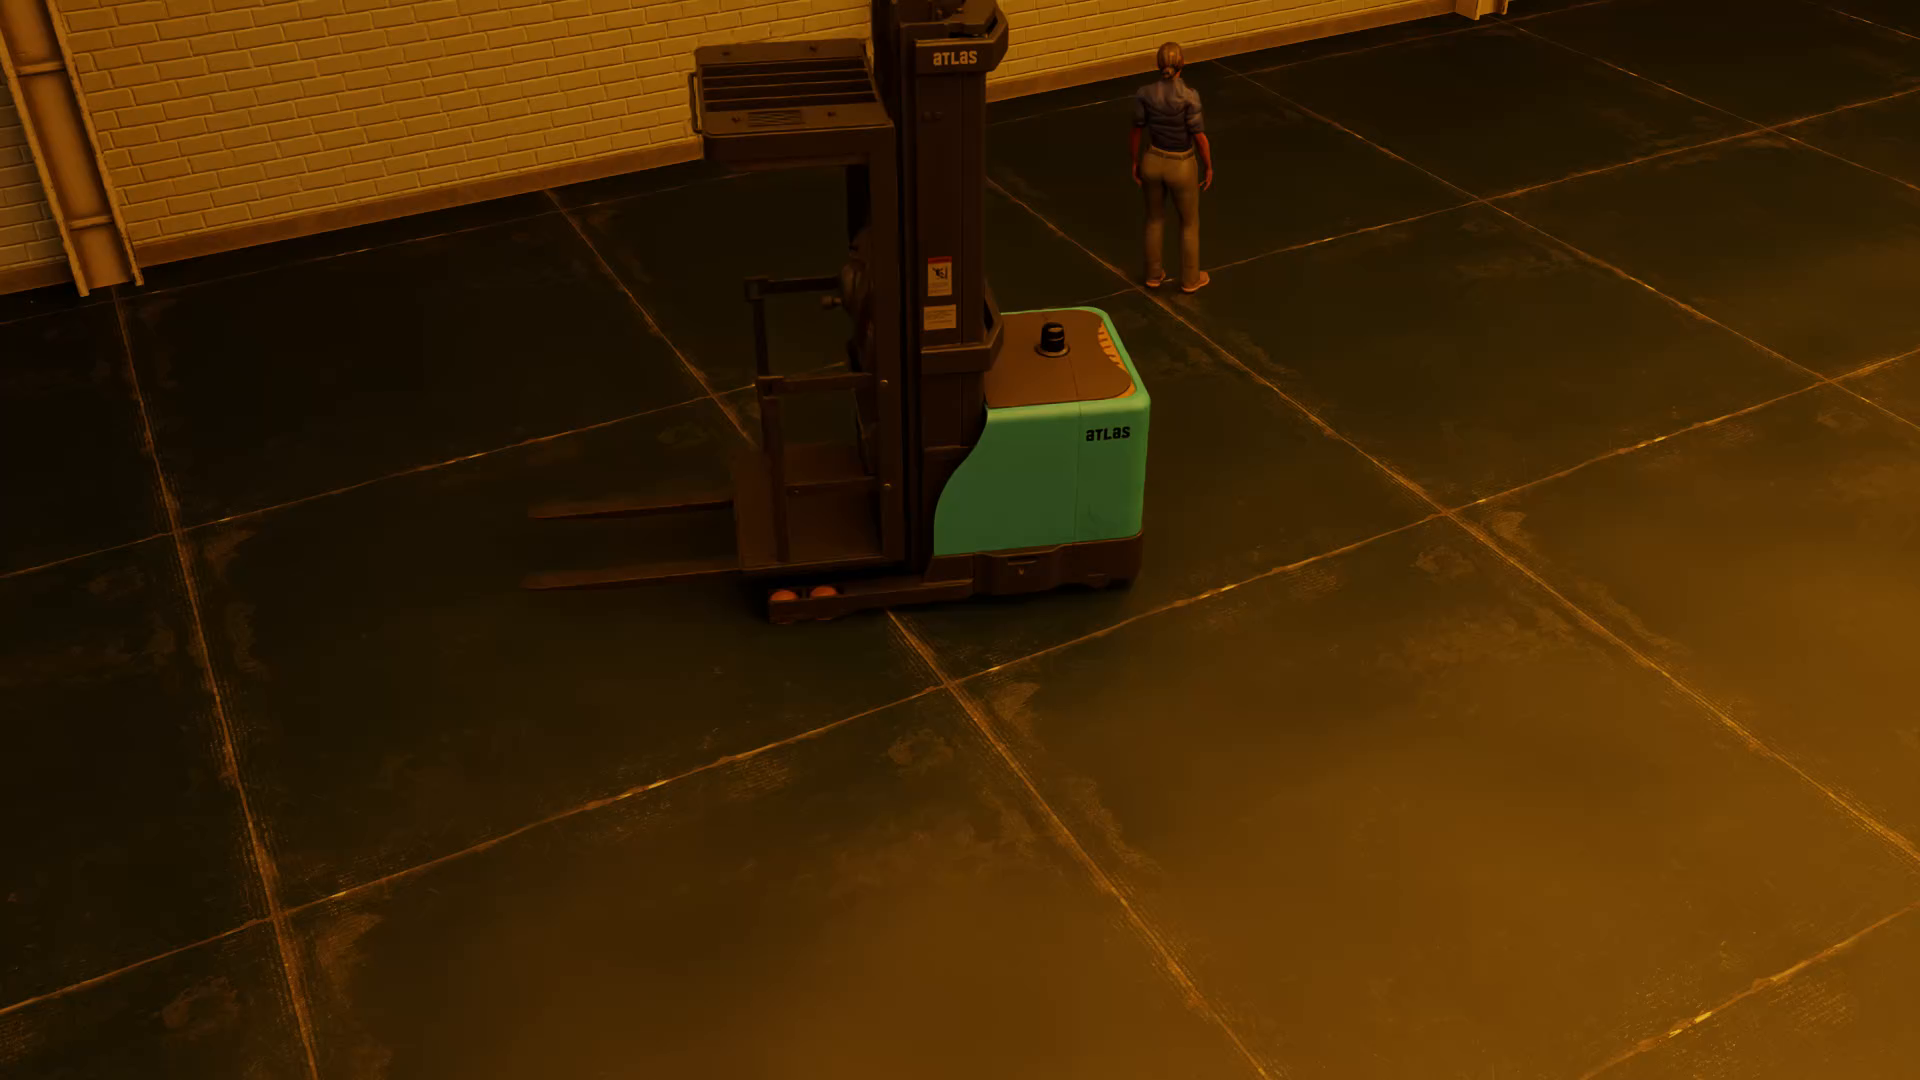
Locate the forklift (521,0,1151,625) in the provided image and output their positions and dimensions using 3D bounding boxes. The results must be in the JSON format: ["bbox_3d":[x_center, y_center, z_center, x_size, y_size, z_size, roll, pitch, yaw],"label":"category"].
[{"bbox_3d":[-0.656,-1.115,7.700,3.031,2.935,1.130,-5,36,-8],"label":"forklift"}]

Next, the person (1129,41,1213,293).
[{"bbox_3d":[1.355,-2.373,10.592,0.537,1.669,0.456,16,38,21],"label":"person"}]
